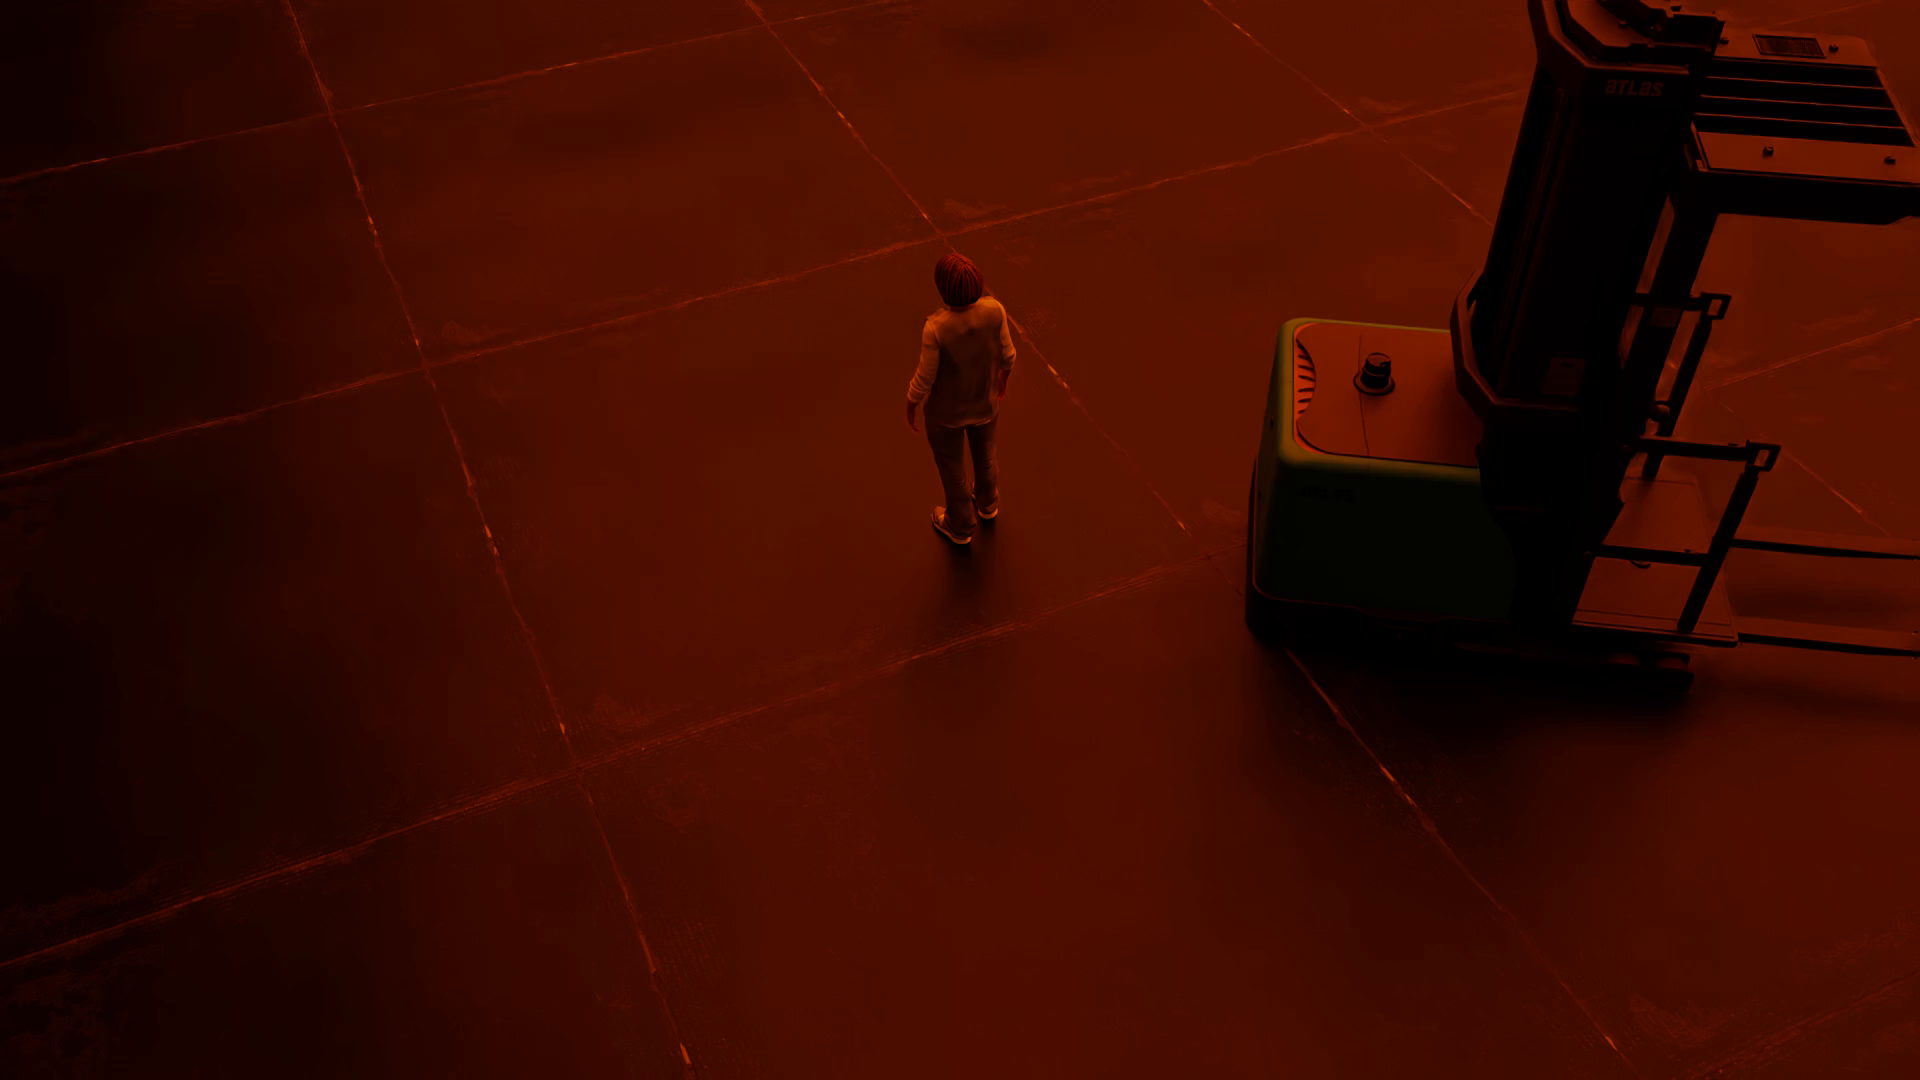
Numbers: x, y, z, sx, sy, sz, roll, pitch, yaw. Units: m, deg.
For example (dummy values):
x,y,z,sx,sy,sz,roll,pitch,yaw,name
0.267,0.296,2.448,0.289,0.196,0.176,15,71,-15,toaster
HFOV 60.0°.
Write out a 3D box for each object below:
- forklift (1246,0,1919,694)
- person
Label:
x,y,z,sx,sy,sz,roll,pitch,yaw,name
2.823,-0.802,6.539,3.031,2.935,1.130,6,43,6,forklift
-0.018,-0.640,7.332,0.520,1.599,0.473,-18,46,-18,person
